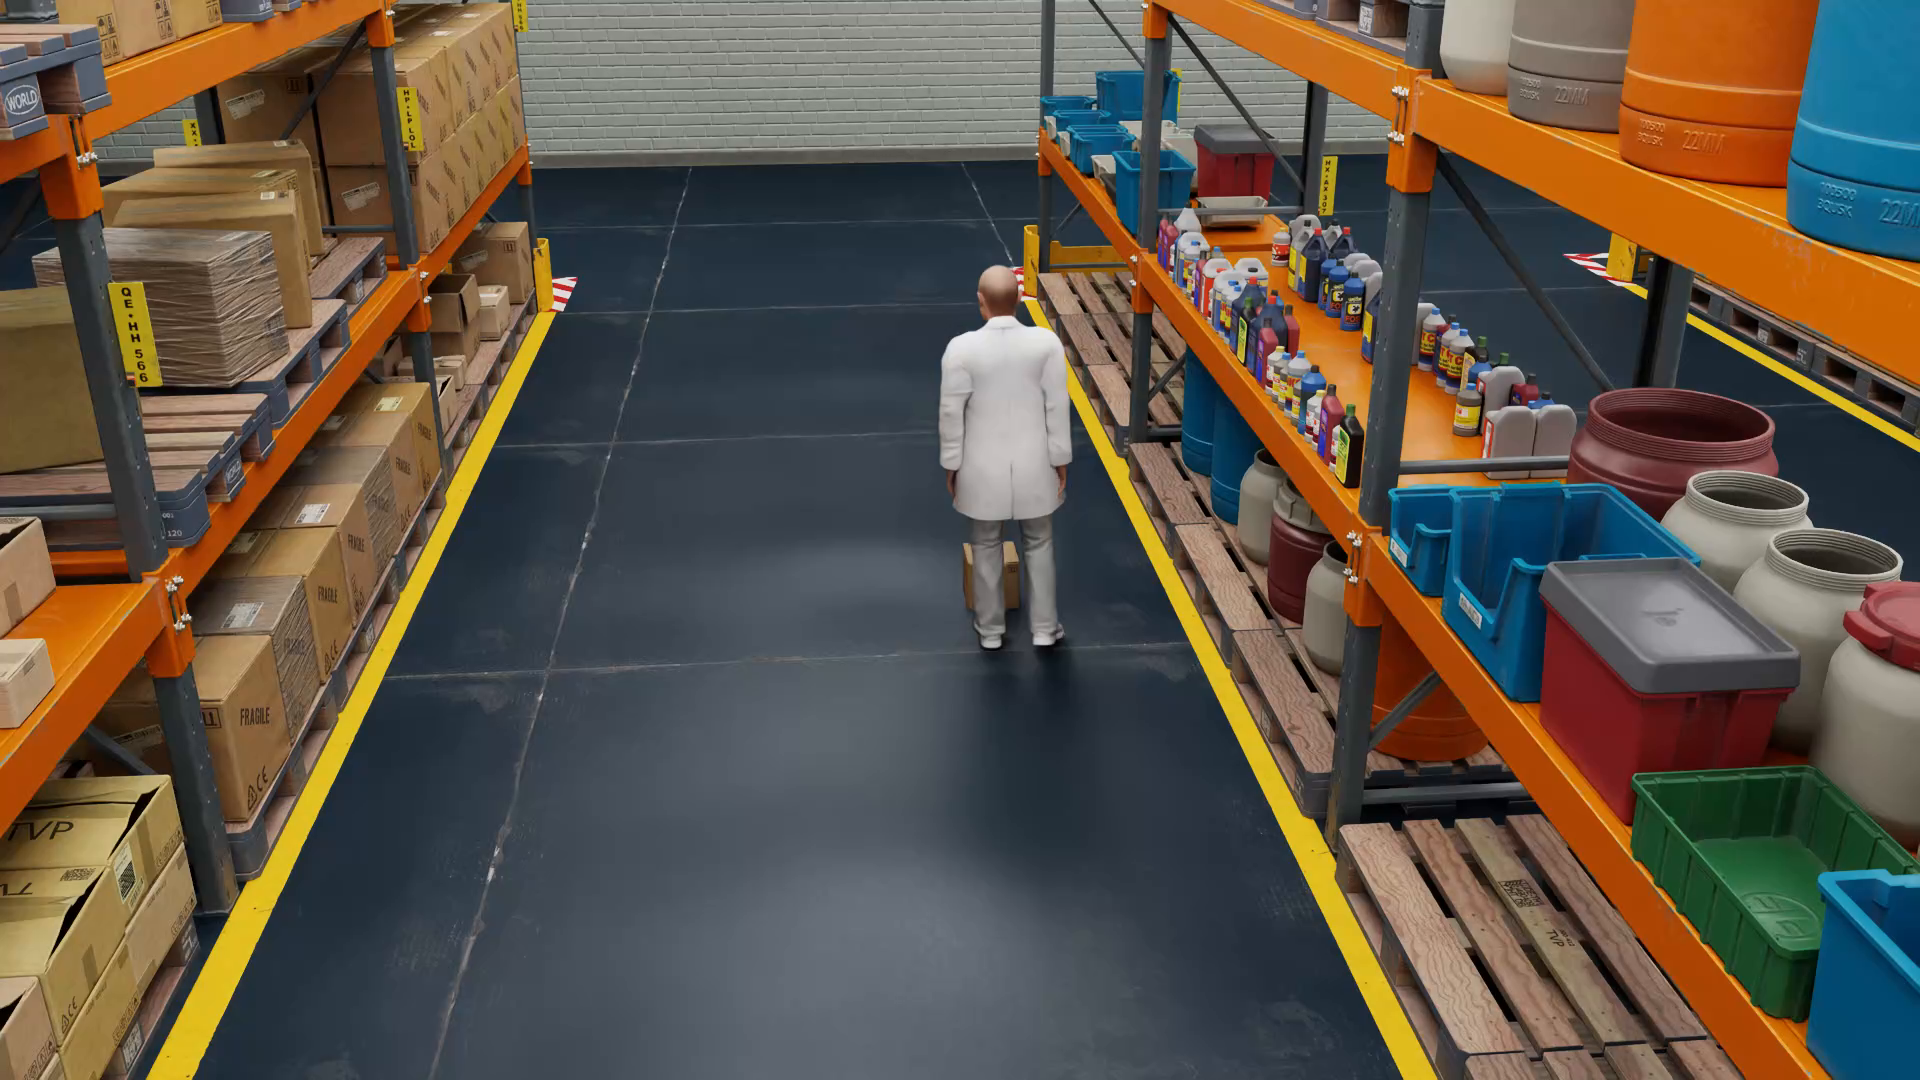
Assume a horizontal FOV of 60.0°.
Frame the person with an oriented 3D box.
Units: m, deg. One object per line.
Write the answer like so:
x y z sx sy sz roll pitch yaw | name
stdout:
0.196 -0.348 7.427 0.603 1.820 0.461 -2 24 -6 | person
